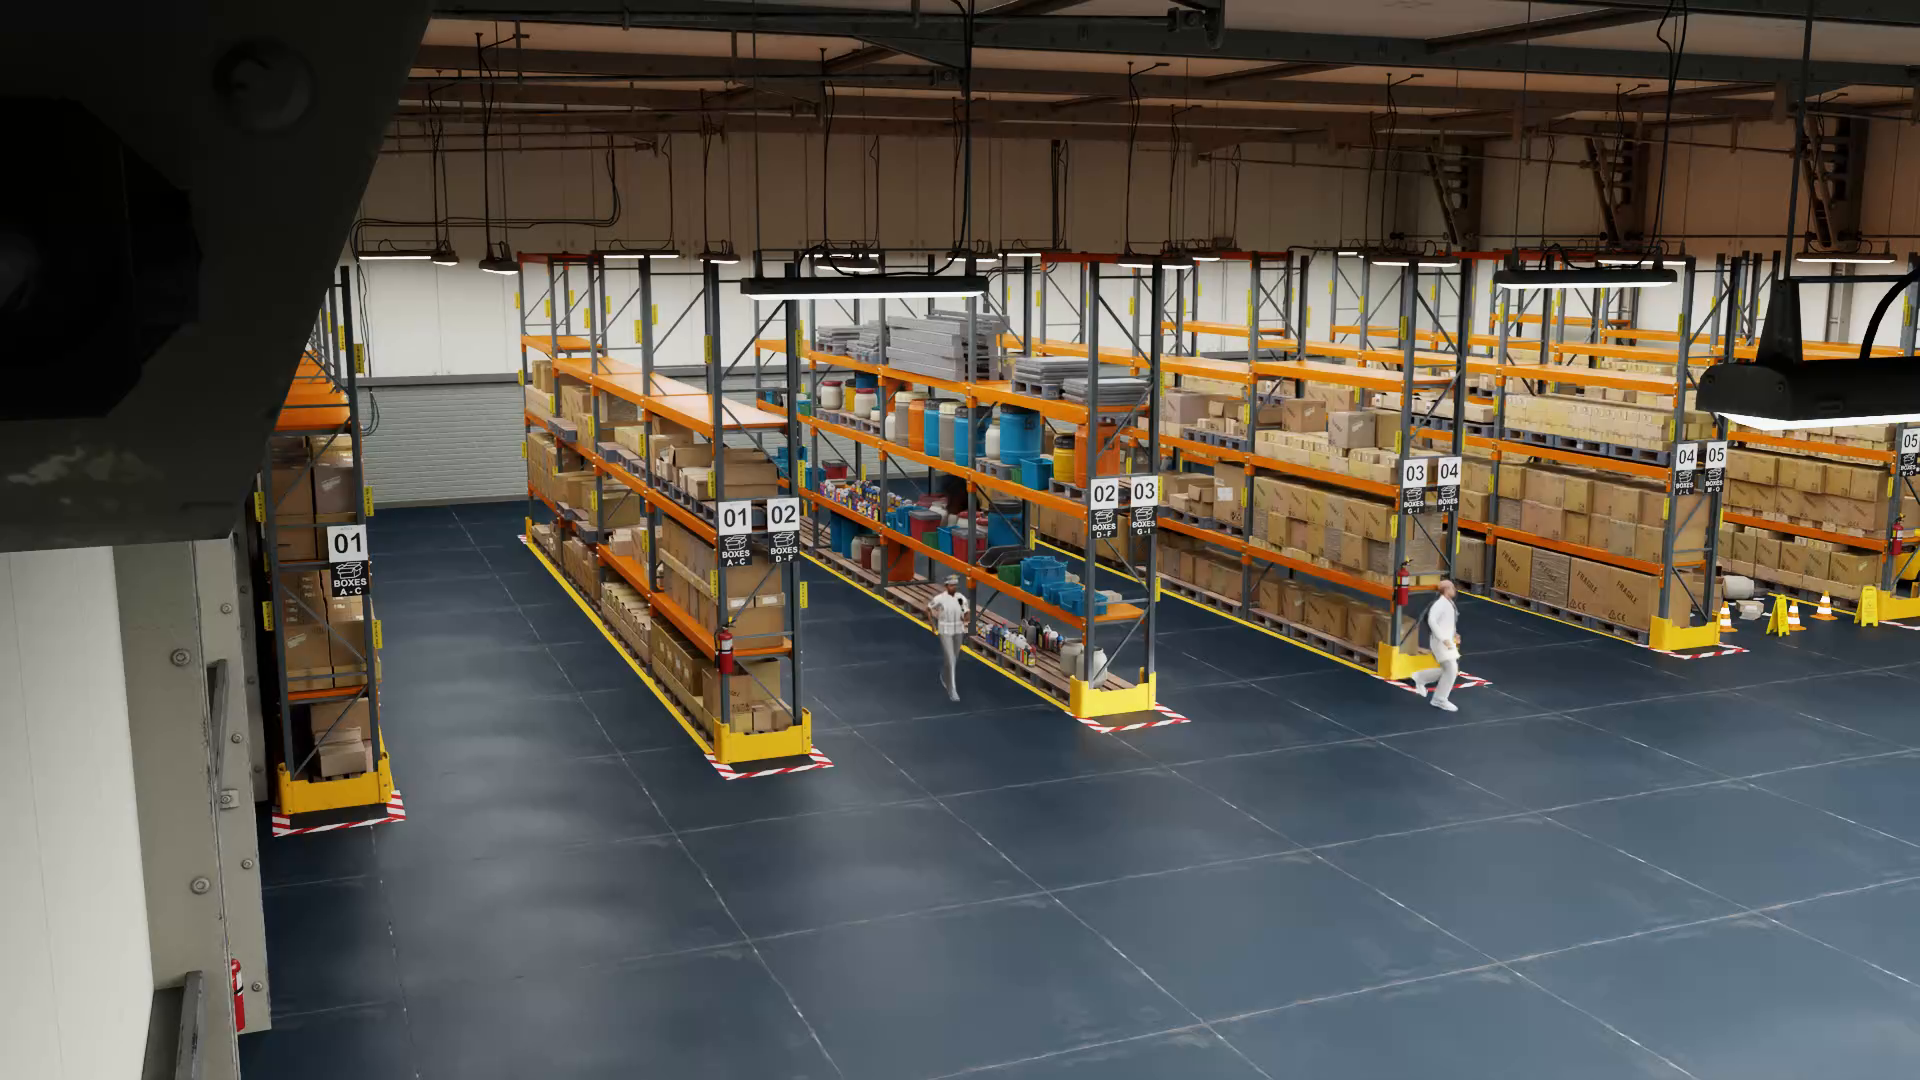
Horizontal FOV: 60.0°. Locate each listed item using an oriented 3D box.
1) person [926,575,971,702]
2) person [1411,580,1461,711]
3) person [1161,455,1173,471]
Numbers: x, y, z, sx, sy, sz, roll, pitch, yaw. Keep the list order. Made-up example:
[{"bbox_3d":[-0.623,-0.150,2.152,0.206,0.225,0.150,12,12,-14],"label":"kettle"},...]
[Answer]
[{"bbox_3d":[-0.144,1.320,23.116,0.561,1.744,0.787,-5,12,-27],"label":"person"},{"bbox_3d":[6.536,1.400,22.700,0.684,1.720,0.753,6,12,28],"label":"person"},{"bbox_3d":[5.155,-2.032,41.709,0.598,1.618,0.601,-5,12,-27],"label":"person"}]
